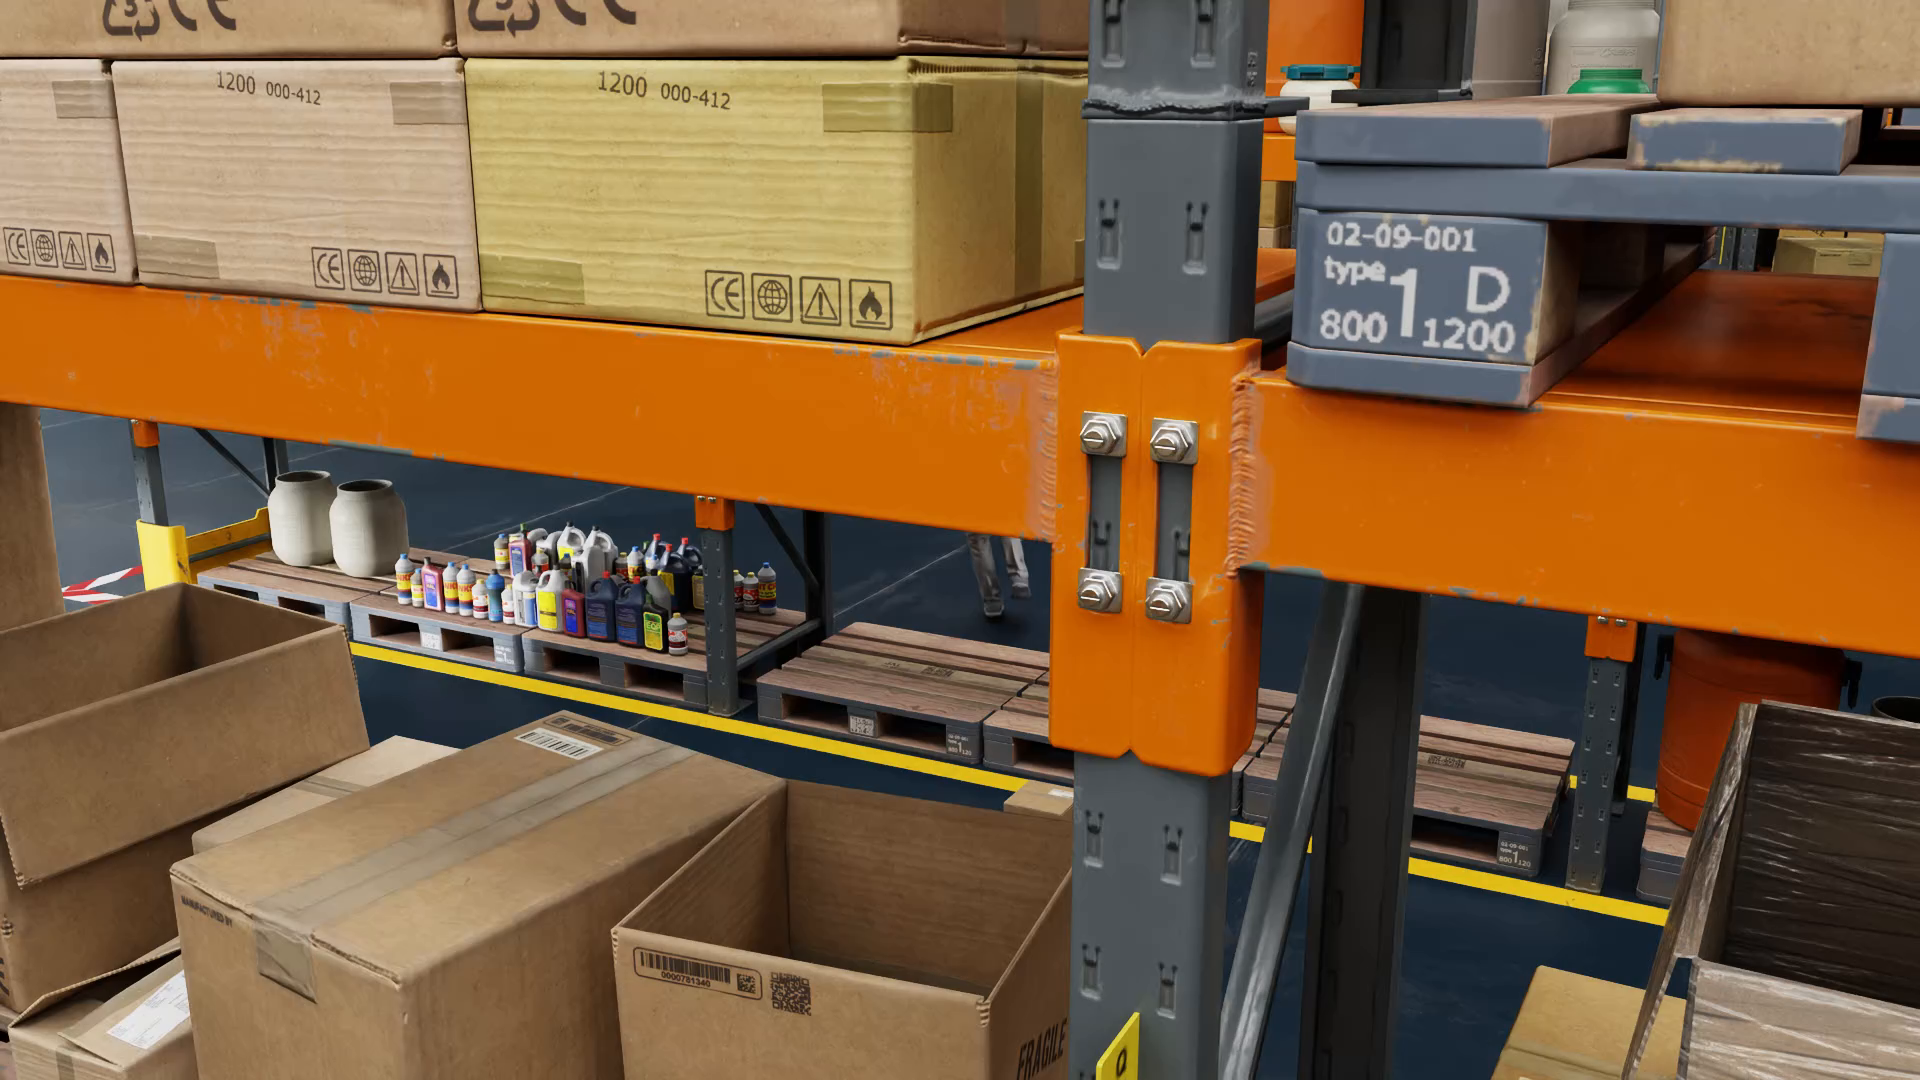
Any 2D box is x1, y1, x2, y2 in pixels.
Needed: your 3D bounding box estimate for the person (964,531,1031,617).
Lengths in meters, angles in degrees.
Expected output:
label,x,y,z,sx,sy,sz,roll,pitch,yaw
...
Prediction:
label,x,y,z,sx,sy,sz,roll,pitch,yaw
person,0.108,-0.362,9.369,0.590,1.662,0.422,-3,16,-11
